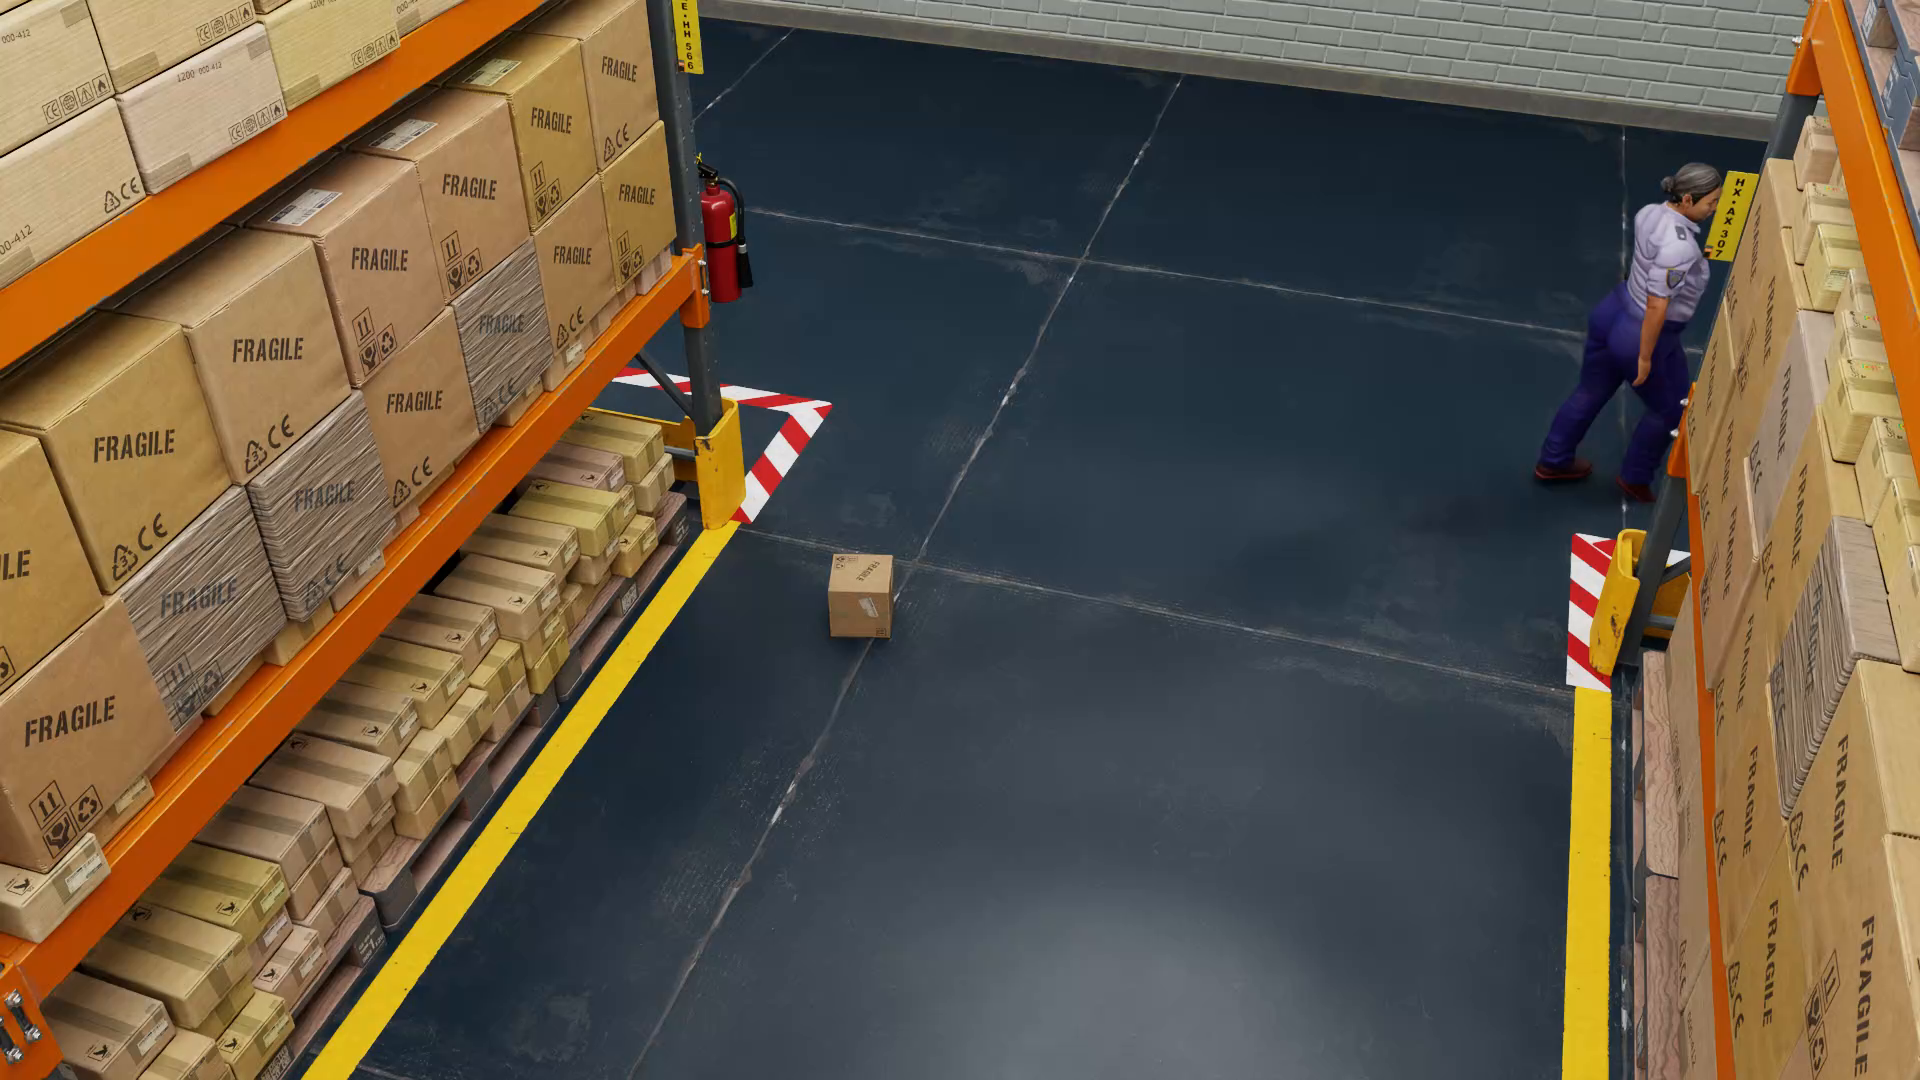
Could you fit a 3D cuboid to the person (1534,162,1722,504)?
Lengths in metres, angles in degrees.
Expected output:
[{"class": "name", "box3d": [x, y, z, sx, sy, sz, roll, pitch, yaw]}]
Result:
[{"class": "person", "box3d": [3.014, -0.866, 7.344, 0.588, 1.718, 0.501, -4, 37, -6]}]
